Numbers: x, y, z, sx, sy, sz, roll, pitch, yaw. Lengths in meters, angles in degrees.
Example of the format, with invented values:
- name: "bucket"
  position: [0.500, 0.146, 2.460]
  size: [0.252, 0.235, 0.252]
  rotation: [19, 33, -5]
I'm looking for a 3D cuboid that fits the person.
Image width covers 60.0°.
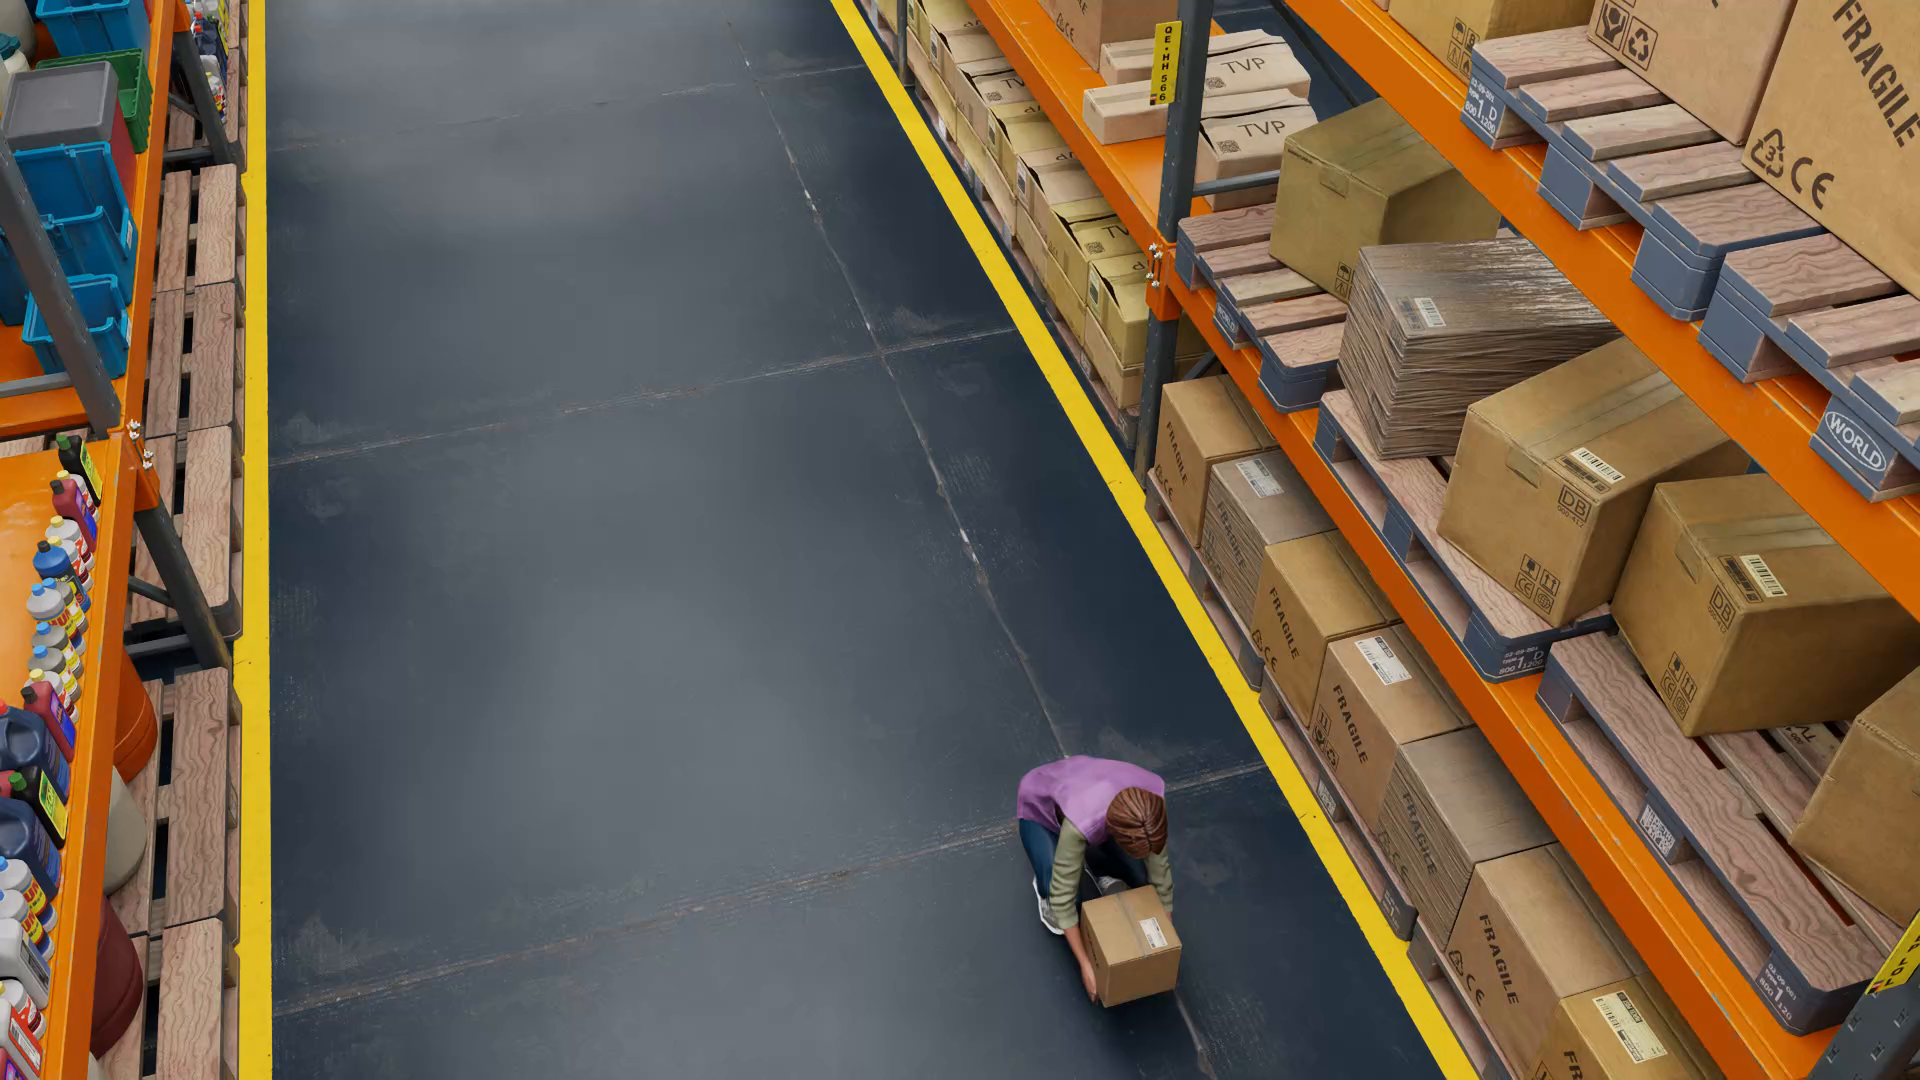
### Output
- name: "person"
  position: [0.455, 1.030, 5.588]
  size: [0.447, 0.886, 0.810]
  rotation: [-12, 44, -13]
